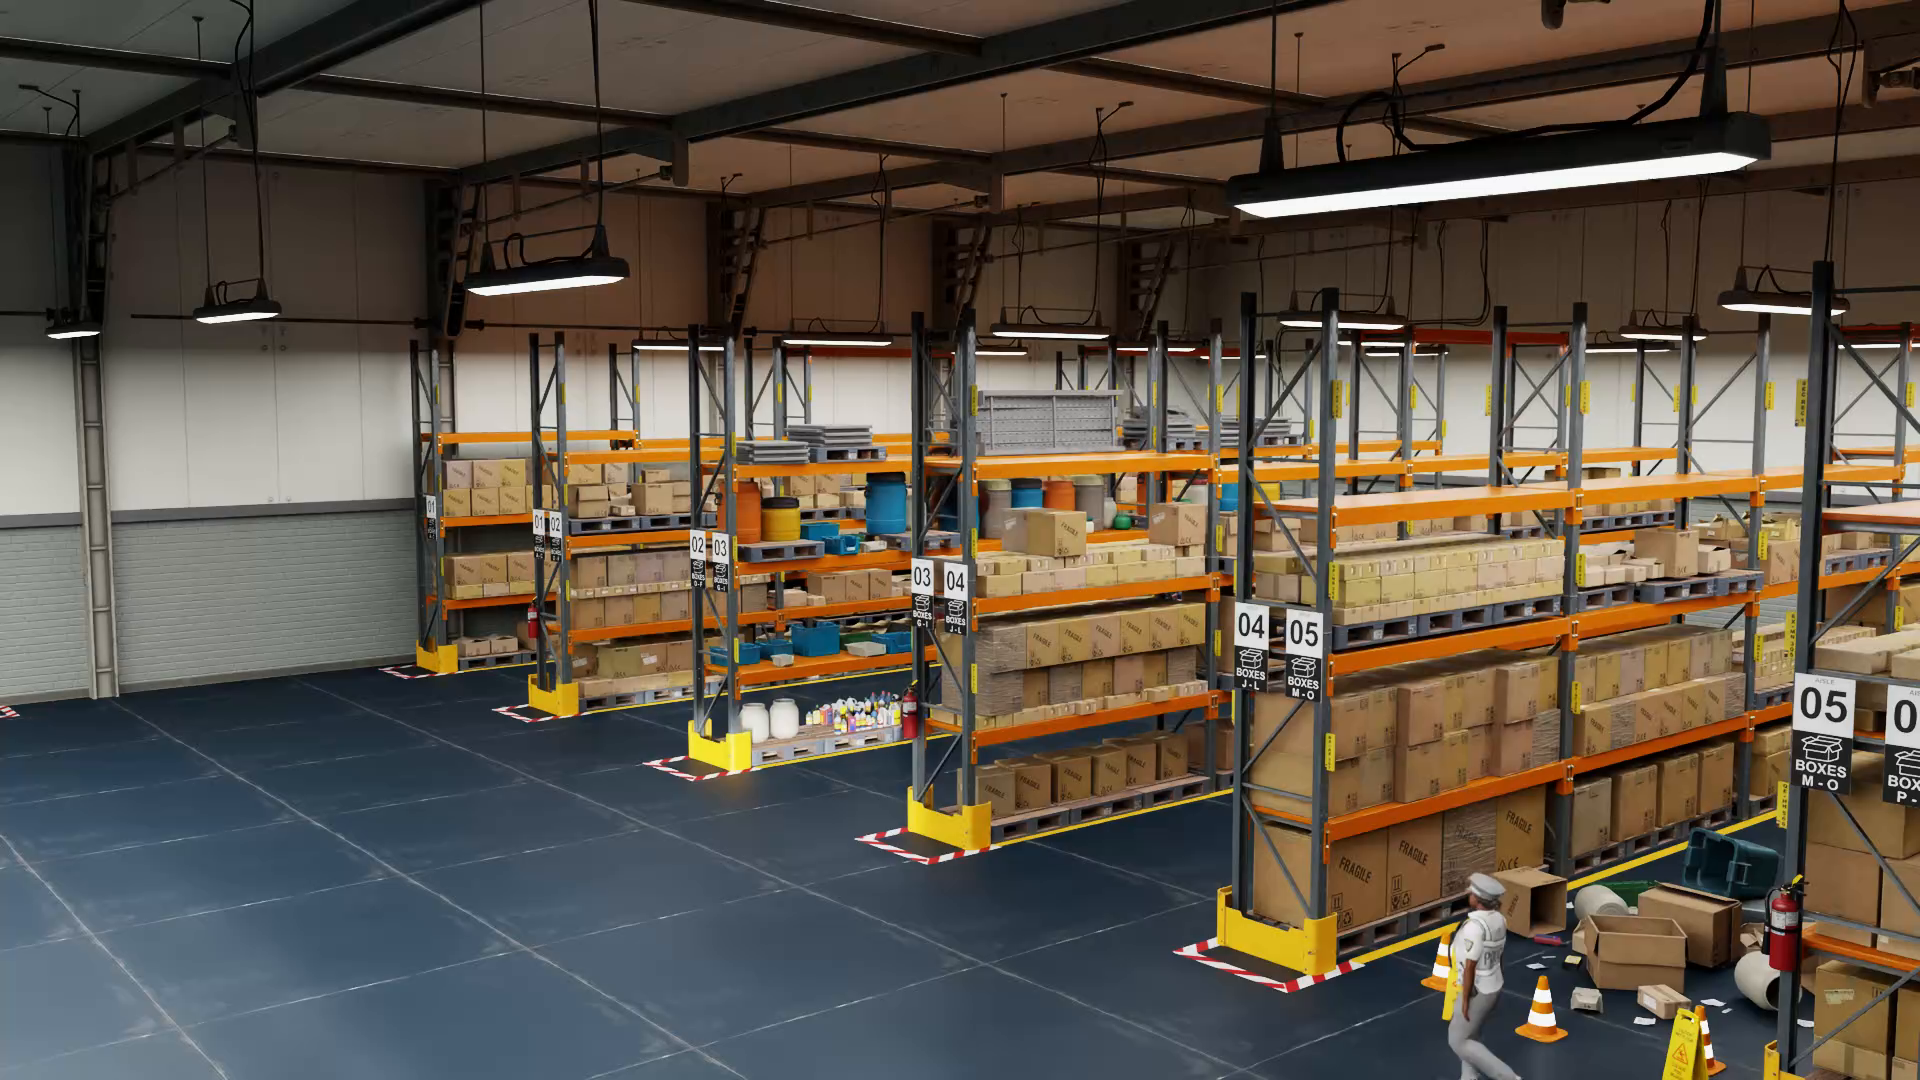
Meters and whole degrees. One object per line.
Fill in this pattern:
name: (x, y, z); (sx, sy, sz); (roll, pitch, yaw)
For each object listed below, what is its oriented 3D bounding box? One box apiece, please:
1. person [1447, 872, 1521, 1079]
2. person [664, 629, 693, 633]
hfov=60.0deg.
person: (3.725, 3.219, 11.886); (0.569, 1.677, 0.456); (3, 6, 29)
person: (-5.053, 1.581, 29.721); (0.593, 1.824, 0.496); (-1, 5, -8)
